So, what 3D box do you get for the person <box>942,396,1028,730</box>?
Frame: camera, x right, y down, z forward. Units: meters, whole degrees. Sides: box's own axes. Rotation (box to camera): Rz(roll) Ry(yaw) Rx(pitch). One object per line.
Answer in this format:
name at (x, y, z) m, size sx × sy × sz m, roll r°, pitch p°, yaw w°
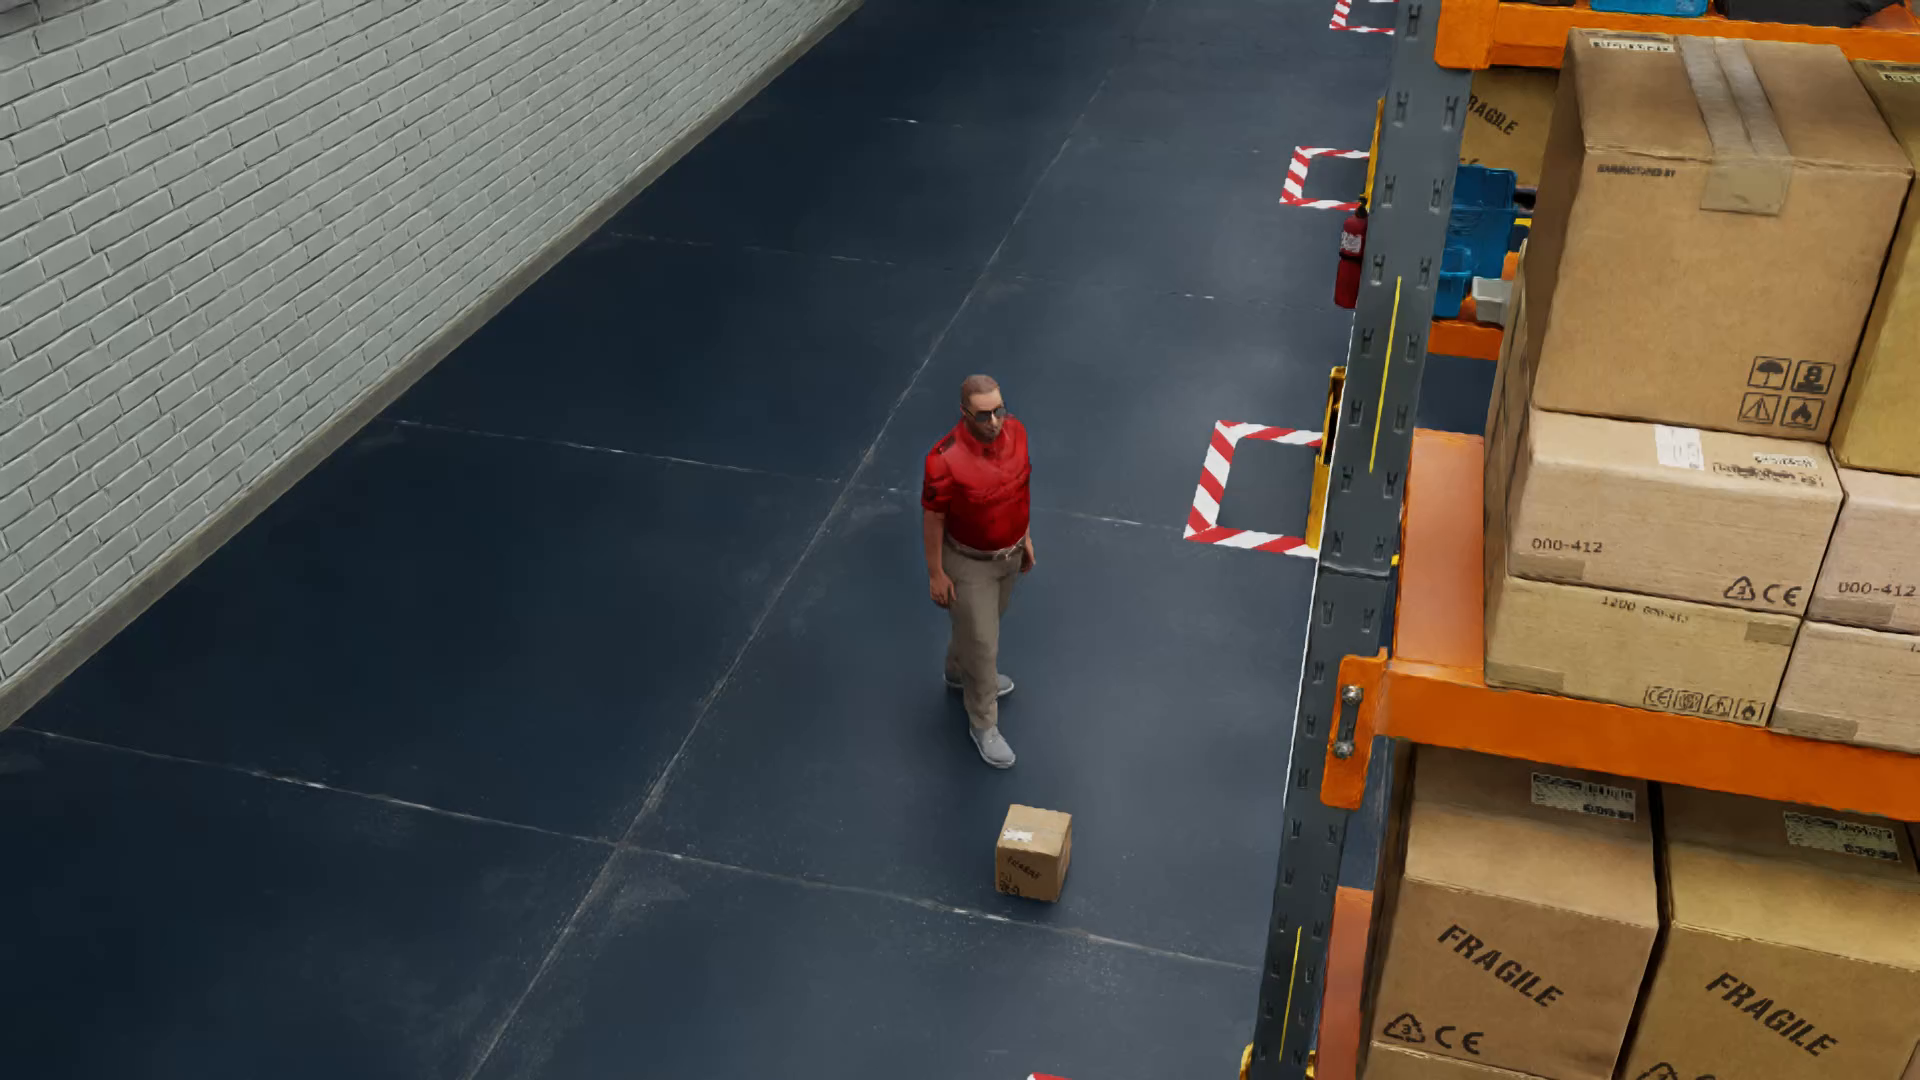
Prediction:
person at (0.066, 0.066, 7.076) m, size 0.465 × 1.569 × 0.420 m, roll 26°, pitch 41°, yaw 34°
